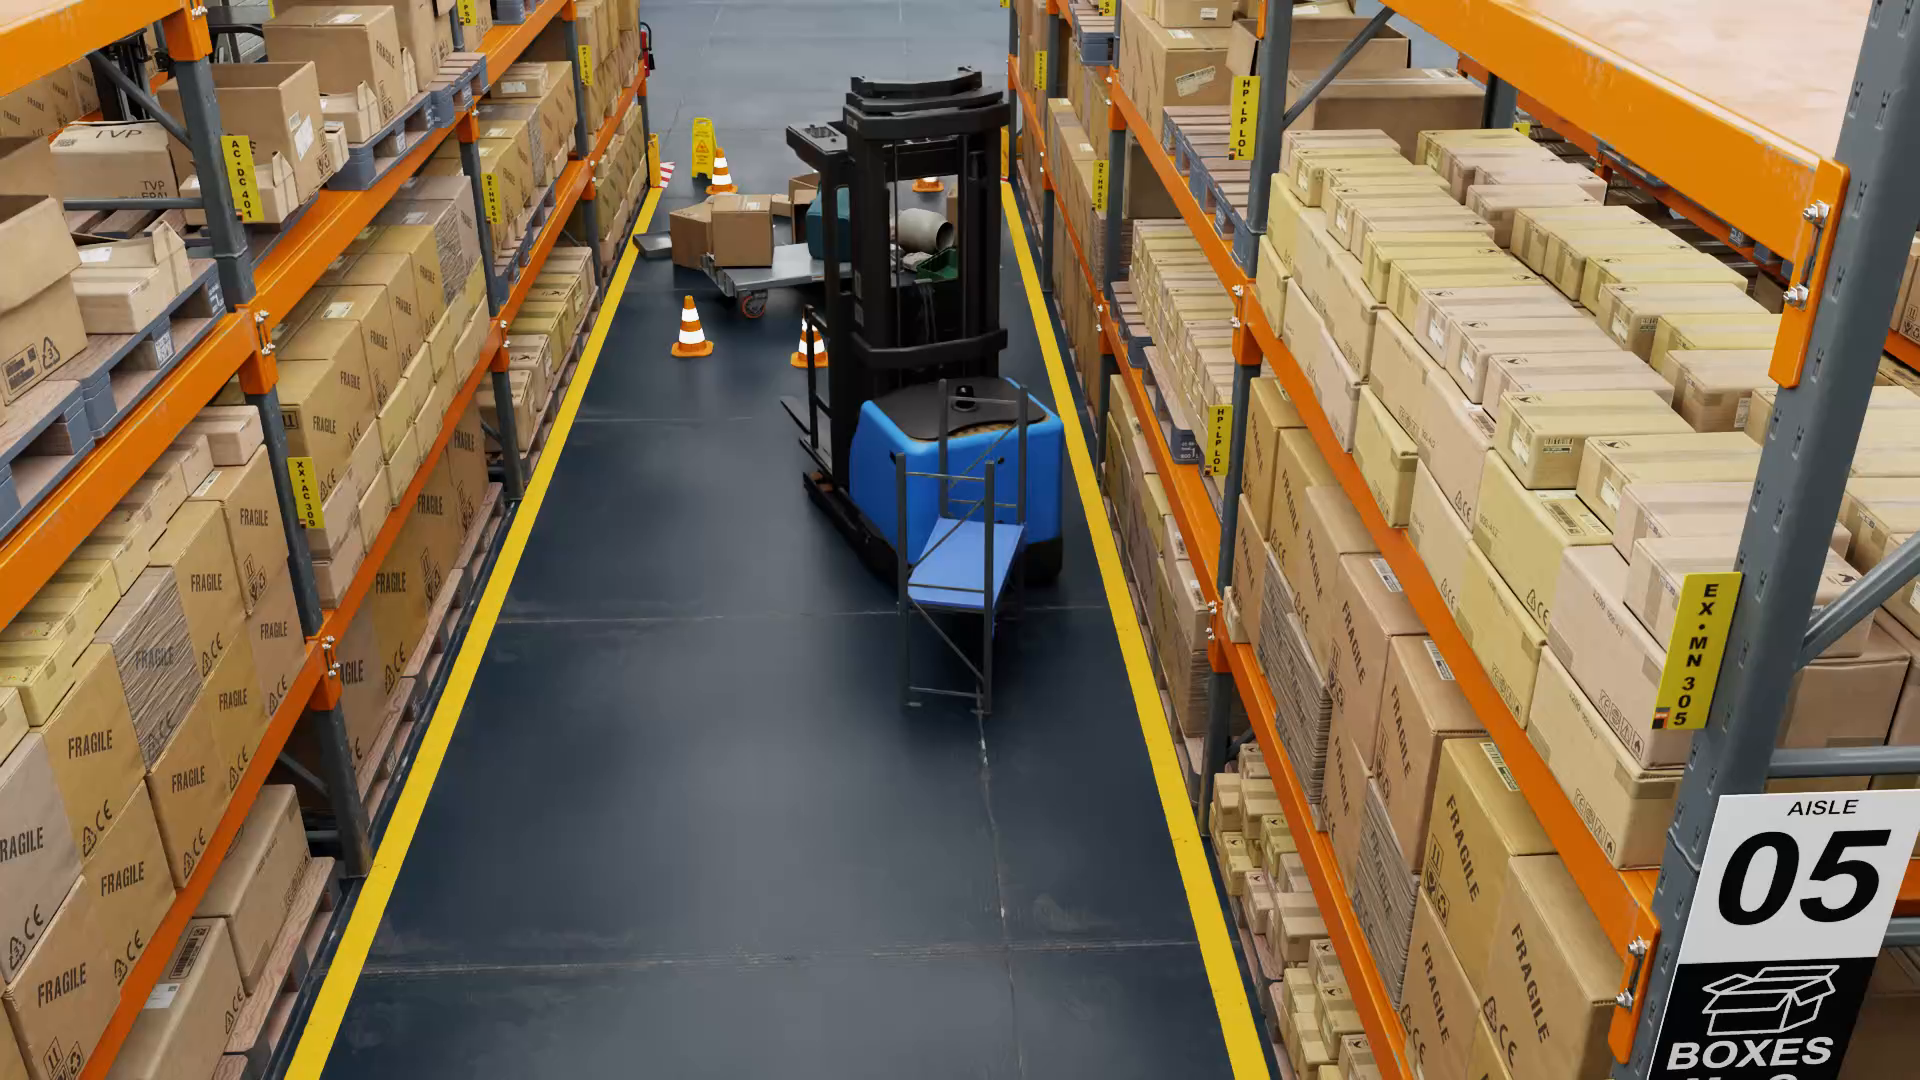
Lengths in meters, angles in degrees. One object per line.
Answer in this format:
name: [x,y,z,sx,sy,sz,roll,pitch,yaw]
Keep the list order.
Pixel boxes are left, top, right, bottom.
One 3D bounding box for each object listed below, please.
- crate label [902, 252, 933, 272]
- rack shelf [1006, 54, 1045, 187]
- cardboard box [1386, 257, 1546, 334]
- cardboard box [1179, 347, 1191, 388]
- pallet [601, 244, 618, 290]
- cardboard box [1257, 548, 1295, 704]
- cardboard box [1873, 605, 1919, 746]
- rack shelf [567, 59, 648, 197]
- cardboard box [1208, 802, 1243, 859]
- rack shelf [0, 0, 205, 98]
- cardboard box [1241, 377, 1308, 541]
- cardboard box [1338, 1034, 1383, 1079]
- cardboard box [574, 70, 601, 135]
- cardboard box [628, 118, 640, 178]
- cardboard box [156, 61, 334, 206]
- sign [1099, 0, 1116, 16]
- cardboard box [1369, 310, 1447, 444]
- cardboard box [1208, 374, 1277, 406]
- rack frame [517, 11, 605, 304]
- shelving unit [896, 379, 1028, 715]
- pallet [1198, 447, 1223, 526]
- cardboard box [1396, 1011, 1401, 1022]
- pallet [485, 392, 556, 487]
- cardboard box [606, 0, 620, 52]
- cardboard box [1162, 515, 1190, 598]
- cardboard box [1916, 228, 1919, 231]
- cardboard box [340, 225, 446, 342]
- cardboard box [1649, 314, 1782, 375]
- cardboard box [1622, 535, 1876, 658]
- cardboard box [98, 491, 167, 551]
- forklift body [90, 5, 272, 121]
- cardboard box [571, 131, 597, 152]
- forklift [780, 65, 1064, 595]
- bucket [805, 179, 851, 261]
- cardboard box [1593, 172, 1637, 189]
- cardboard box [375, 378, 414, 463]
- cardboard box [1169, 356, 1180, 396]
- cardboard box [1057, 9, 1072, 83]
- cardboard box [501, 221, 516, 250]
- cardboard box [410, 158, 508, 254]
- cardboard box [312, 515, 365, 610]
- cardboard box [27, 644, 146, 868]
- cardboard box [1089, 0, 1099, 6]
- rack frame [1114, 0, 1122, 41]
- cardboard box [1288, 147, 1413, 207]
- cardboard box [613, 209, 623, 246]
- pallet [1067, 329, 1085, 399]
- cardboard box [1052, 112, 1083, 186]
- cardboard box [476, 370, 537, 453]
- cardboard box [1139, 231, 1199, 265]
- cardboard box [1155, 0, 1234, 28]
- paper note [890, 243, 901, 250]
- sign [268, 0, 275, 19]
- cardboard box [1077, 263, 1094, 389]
crate label: [-0.389,-2.622,15.692,0.298,0.136,0.250,-23,35,-37]
rack shelf: [1.141,-4.226,16.449,1.077,0.370,4.000,-1,28,-3]
cardboard box: [1.484,-0.720,4.895,0.380,0.149,0.250,-2,28,-4]
cardboard box: [1.373,-0.921,8.831,0.380,0.149,0.250,-1,28,-2]
pallet: [-3.762,-2.528,15.431,1.003,0.211,1.213,-1,28,-3]
cardboard box: [1.471,0.360,6.448,0.500,0.500,0.500,-1,28,-3]
cardboard box: [2.109,0.222,3.521,0.500,0.250,0.500,-1,28,-2]
rack shelf: [-3.797,-4.060,16.130,1.077,0.370,4.000,-1,28,-3]
cardboard box: [1.362,1.327,7.653,0.380,0.149,0.250,-3,28,-5]
rack shelf: [-3.170,-1.001,4.210,1.077,0.370,4.000,-1,28,-3]
cardboard box: [1.444,-0.332,6.694,0.500,0.500,0.500,-1,28,-1]
cardboard box: [1.573,1.894,5.923,0.380,0.149,0.250,-2,28,-4]
cardboard box: [-3.437,-3.841,14.504,0.500,0.500,0.500,-1,28,-3]
cardboard box: [-3.568,-3.997,16.941,0.500,0.500,0.500,0,28,-1]
cardboard box: [-3.031,-1.735,7.089,0.500,0.500,0.500,-2,28,-4]
sign: [0.900,-3.359,10.120,0.100,0.325,0.005,-1,28,-3]
cardboard box: [1.528,-0.477,4.862,0.500,0.250,0.500,-3,28,-5]
cardboard box: [1.421,-0.689,8.065,0.380,0.149,0.250,-2,28,-4]
rack frame: [-3.692,-3.455,14.193,1.000,3.000,0.127,-1,28,-3]
shelving unit: [0.028,0.024,9.145,0.538,1.500,1.048,5,28,10]
pallet: [1.769,-0.198,8.156,1.003,0.211,1.213,-1,28,-3]
cardboard box: [1.549,1.417,5.123,0.380,0.149,0.250,-3,28,-5]
pallet: [-3.523,-0.732,11.988,1.003,0.211,1.213,-1,28,-3]
cardboard box: [-3.503,-4.752,15.169,0.700,0.500,0.500,-2,28,-4]
cardboard box: [1.359,0.087,8.839,0.500,0.250,0.500,0,28,0]
cardboard box: [6.345,-2.326,11.466,0.500,0.500,0.500,-5,28,-9]
cardboard box: [-3.141,-1.397,9.057,0.500,0.500,0.500,-1,28,-3]
cardboard box: [2.097,-0.495,4.464,0.380,0.149,0.250,-1,28,-1]
cardboard box: [1.562,0.112,3.300,0.380,0.149,0.250,-2,28,-3]
cardboard box: [-3.001,-0.045,5.764,0.380,0.149,0.250,-2,28,-3]
forklift body: [-6.937,-3.973,16.103,2.313,2.155,1.214,-1,28,-3]
cardboard box: [-3.388,-3.497,14.545,0.380,0.149,0.250,-2,28,-3]
forklift: [-0.421,-1.587,10.686,1.130,2.935,3.031,-12,30,-21]
bucket: [-1.064,-2.851,14.931,0.726,0.611,0.620,8,39,15]
cardboard box: [6.186,-3.222,15.996,0.500,0.500,0.500,7,28,14]
cardboard box: [-3.071,-0.600,8.340,0.500,0.250,0.500,-1,28,-2]
cardboard box: [1.360,-0.905,9.121,0.380,0.149,0.250,-2,28,-4]
cardboard box: [1.261,-4.338,14.556,0.875,0.550,0.550,-1,28,-3]
cardboard box: [-3.264,-2.096,11.405,0.380,0.149,0.250,-3,28,-6]
cardboard box: [-3.276,-2.184,10.871,0.500,0.500,0.500,-2,28,-4]
cardboard box: [-3.034,0.096,7.546,0.500,0.250,0.500,-2,28,-4]
cardboard box: [-2.902,0.664,5.106,0.500,0.500,0.500,-1,28,-2]
cardboard box: [1.101,-3.770,11.088,0.500,0.311,0.500,-1,28,-3]
rack frame: [1.455,-4.434,9.583,1.000,3.000,0.127,-1,28,-3]
cardboard box: [1.418,-1.322,6.050,0.380,0.149,0.250,-3,28,-5]
cardboard box: [-3.492,-2.947,15.739,0.500,0.250,0.500,0,28,0]
pallet: [1.428,-1.466,13.394,1.003,0.211,1.213,-1,28,-3]
cardboard box: [1.032,-3.183,13.563,0.500,0.500,0.500,-1,28,-2]
cardboard box: [-3.503,-0.890,11.663,0.950,0.372,0.625,-3,28,-6]
cardboard box: [1.302,-1.770,10.137,0.380,0.149,0.250,-2,28,-4]
cardboard box: [1.280,-2.939,9.025,0.396,0.266,0.258,-1,28,-3]
paper note: [-0.652,-2.884,16.318,0.172,0.023,0.155,8,29,15]
sign: [-4.025,-3.155,9.815,0.100,0.325,0.005,-1,28,-3]
cardboard box: [1.464,-1.650,12.710,1.050,0.750,0.750,-1,28,-2]
